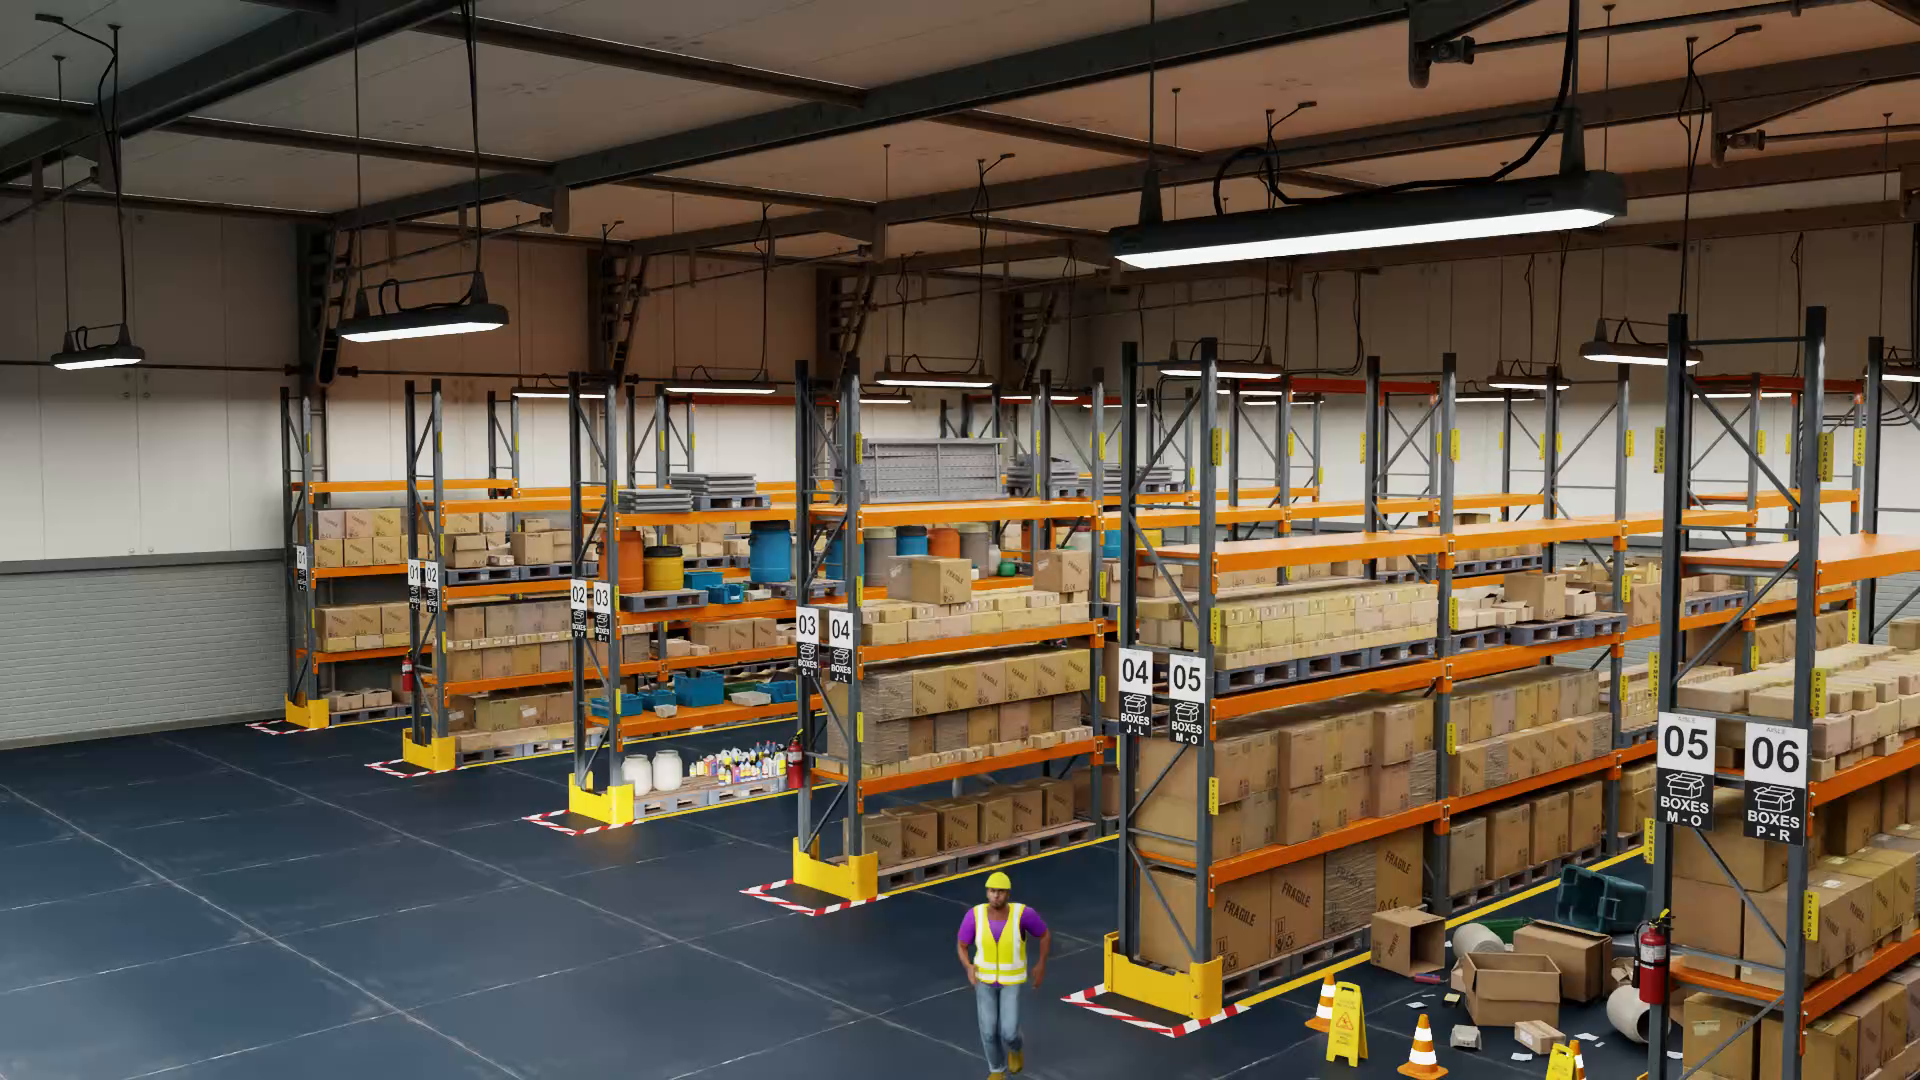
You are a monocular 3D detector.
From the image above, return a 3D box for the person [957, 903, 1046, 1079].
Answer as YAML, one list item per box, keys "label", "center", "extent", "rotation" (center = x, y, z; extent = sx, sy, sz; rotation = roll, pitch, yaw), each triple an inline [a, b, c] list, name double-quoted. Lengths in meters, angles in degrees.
- label: "person"
  center: [0.328, 3.581, 13.174]
  extent: [0.698, 1.474, 0.453]
  rotation: [1, 4, 8]

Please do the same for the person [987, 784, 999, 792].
- label: "person"
  center: [0.581, 3.409, 13.634]
  extent: [13.684, 1.771, 13.555]
  rotation: [3, 5, 43]
